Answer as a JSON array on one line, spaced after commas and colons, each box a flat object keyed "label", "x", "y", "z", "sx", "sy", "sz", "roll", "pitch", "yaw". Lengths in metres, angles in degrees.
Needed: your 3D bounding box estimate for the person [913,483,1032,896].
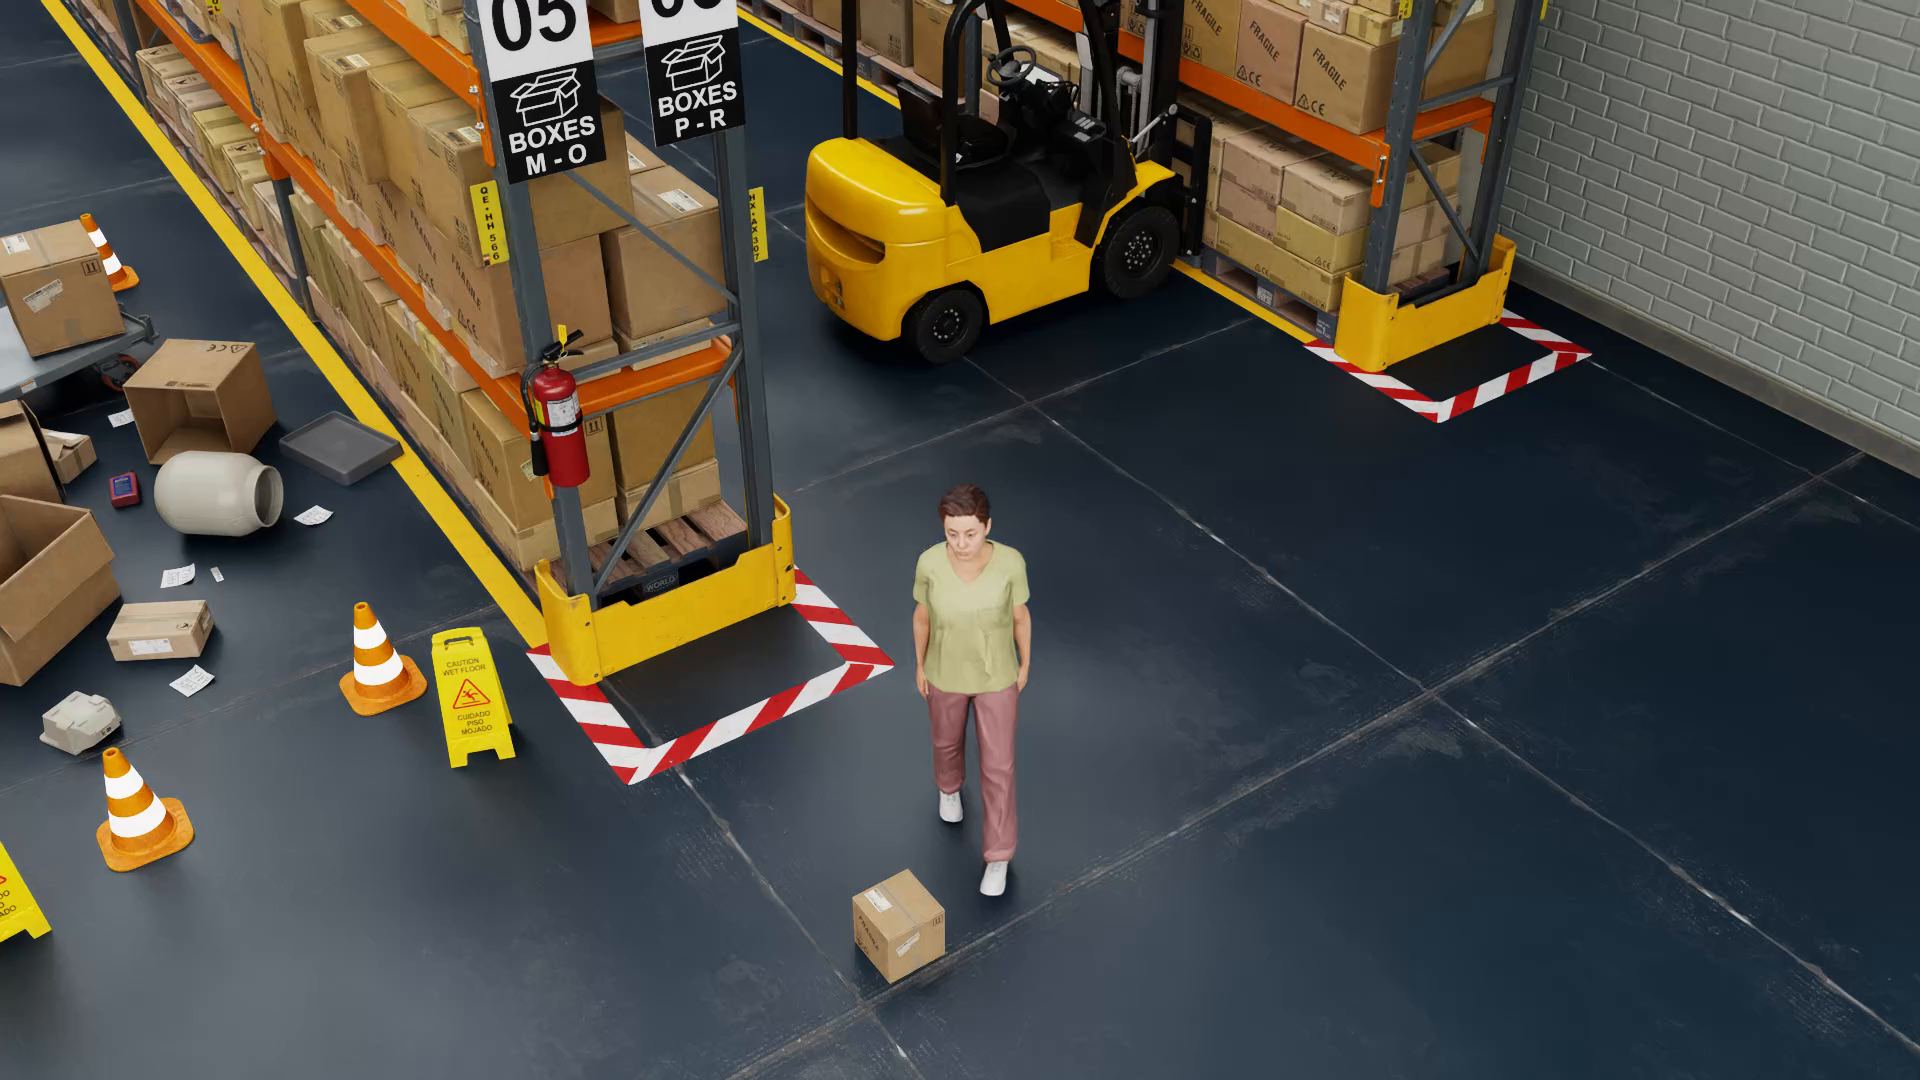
[{"label": "person", "x": 0.035, "y": 0.545, "z": 6.259, "sx": 0.447, "sy": 1.659, "sz": 0.716, "roll": 3, "pitch": 37, "yaw": 4}]
